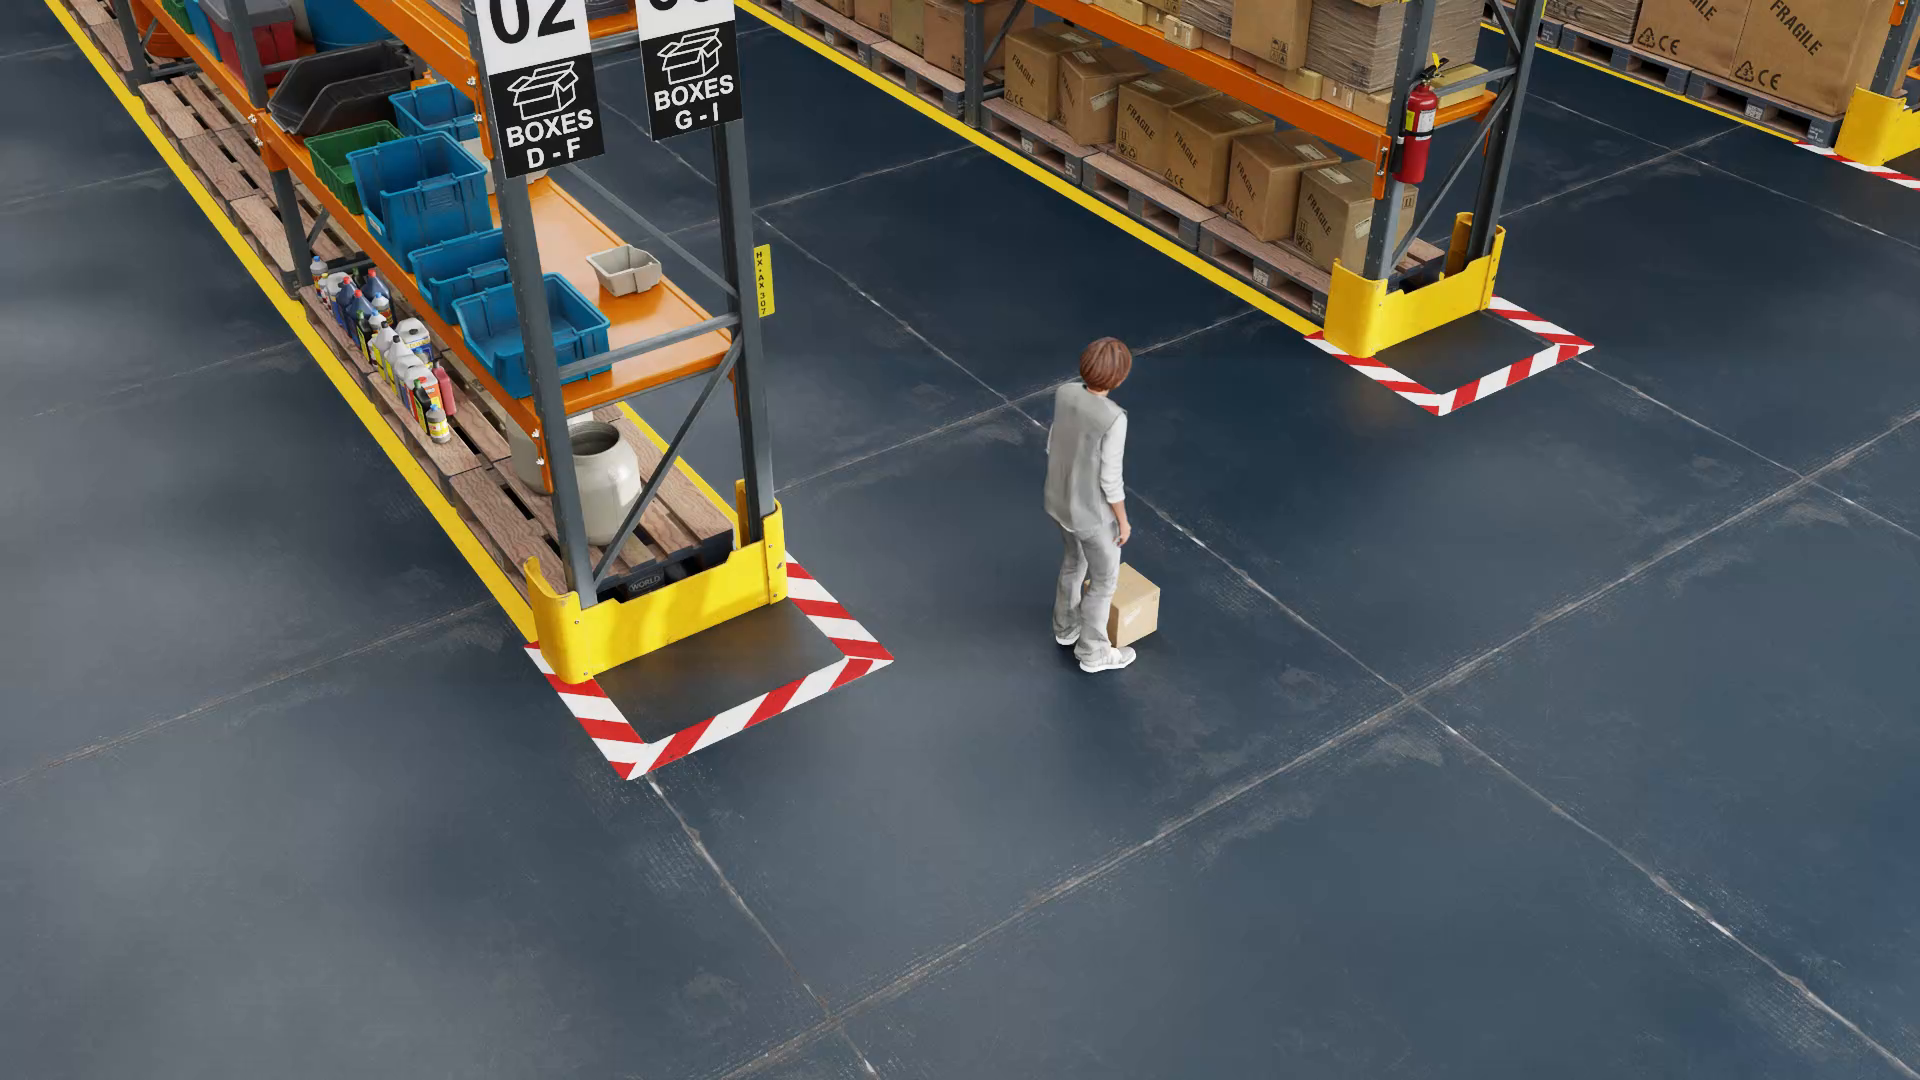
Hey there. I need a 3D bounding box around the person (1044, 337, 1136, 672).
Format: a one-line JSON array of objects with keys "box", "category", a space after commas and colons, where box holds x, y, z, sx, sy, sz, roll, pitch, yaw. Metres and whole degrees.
[{"box": [0.561, -0.145, 7.202, 0.366, 1.592, 0.466, -23, 43, -28], "category": "person"}]
